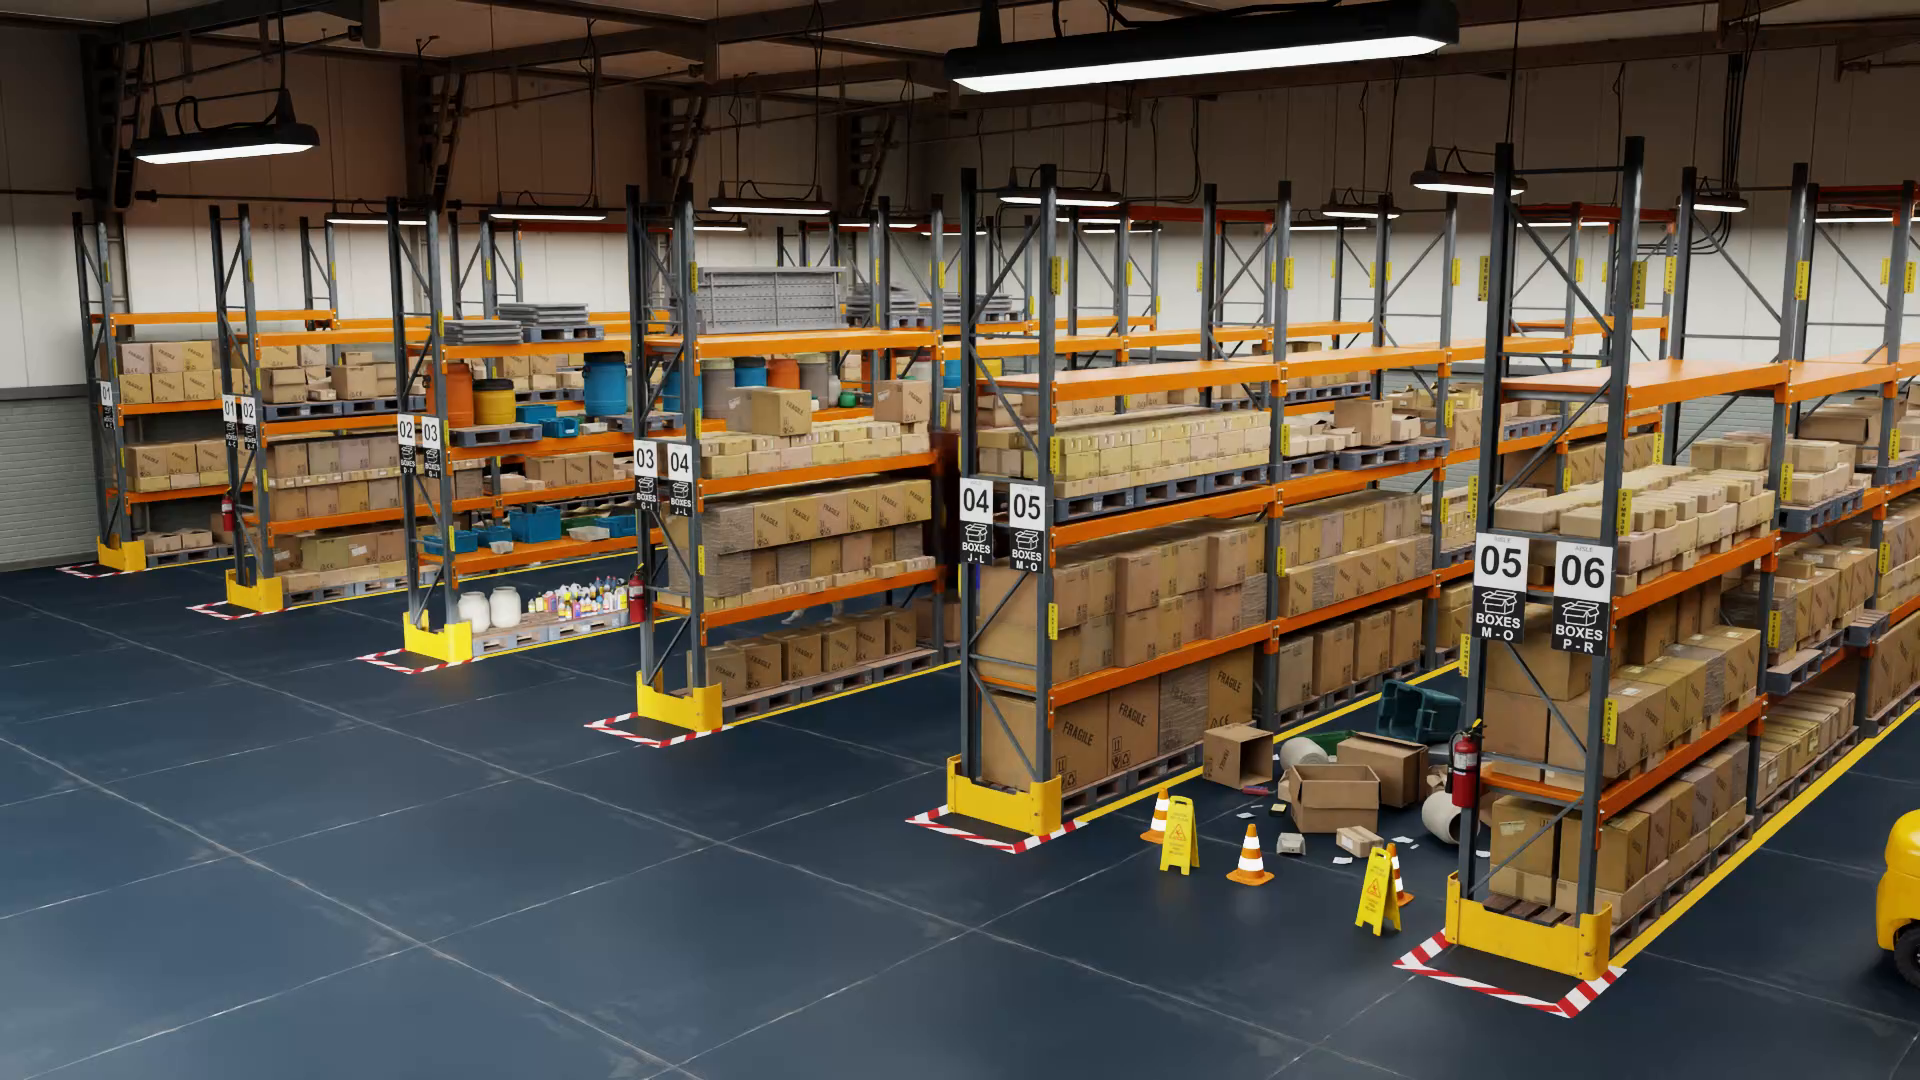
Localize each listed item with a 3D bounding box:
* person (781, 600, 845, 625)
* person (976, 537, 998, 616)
[{"bbox_3d":[-1.961,0.325,22.504,0.530,1.621,0.913,6,11,34],"label":"person"},{"bbox_3d":[0.278,0.814,19.851,0.459,1.700,0.589,7,12,37],"label":"person"}]
